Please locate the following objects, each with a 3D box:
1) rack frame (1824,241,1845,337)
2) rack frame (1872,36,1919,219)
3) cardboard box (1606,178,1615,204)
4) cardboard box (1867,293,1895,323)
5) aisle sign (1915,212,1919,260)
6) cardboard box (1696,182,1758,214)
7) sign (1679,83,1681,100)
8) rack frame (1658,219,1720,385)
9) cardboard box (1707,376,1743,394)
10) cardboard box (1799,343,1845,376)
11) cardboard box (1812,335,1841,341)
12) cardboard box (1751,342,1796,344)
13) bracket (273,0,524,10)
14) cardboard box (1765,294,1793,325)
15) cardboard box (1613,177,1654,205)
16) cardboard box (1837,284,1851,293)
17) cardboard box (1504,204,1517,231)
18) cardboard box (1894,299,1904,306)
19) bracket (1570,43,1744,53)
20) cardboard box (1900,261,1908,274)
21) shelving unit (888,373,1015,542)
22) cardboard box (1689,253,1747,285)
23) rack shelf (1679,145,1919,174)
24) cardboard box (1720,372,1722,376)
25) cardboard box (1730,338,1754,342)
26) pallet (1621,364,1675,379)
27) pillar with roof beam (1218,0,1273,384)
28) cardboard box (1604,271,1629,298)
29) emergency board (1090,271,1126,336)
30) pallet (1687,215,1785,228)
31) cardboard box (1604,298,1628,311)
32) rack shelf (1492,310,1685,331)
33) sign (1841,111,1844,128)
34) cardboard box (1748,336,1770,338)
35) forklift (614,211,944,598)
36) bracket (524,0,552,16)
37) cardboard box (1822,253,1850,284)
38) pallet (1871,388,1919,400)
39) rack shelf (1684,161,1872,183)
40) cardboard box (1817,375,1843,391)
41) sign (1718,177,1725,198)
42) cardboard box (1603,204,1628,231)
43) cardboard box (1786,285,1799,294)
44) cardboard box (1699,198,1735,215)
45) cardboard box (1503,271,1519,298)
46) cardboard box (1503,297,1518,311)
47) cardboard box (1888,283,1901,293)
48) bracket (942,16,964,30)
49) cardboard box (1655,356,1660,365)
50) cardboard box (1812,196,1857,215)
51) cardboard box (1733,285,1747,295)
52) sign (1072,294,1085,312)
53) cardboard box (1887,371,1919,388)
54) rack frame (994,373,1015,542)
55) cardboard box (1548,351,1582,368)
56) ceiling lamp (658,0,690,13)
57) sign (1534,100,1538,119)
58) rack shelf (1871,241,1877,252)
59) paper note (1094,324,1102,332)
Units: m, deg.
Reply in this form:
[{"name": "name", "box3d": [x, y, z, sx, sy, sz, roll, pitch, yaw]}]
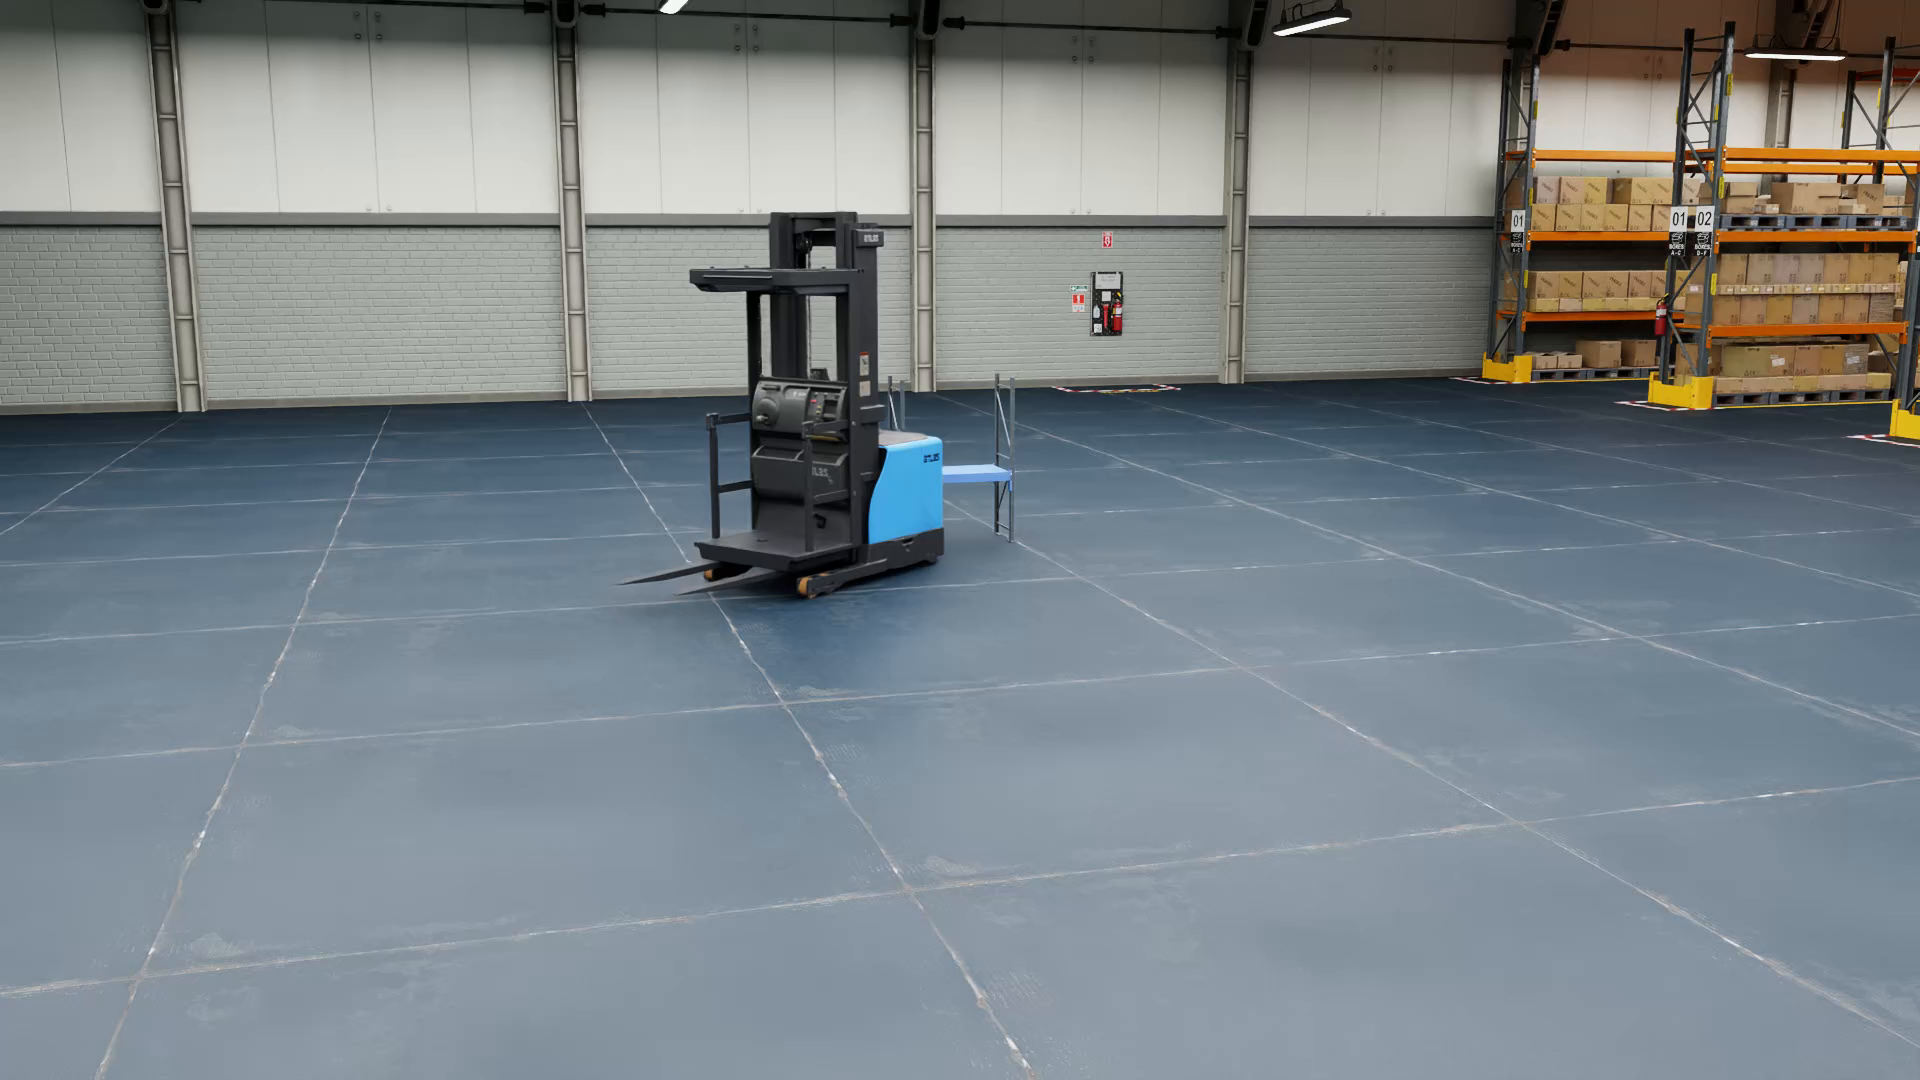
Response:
[{"name": "rack frame", "box3d": [18.119, -4.961, 33.913, 0.127, 3.000, 1.000, -3, 11, -16]}, {"name": "rack frame", "box3d": [15.666, -6.848, 27.593, 0.127, 3.000, 1.000, -3, 11, -16]}, {"name": "cardboard box", "box3d": [12.264, -6.724, 32.112, 0.500, 0.500, 0.500, -3, 11, -16]}, {"name": "cardboard box", "box3d": [15.242, -3.923, 27.999, 0.500, 0.500, 0.700, -3, 11, -17]}, {"name": "aisle sign", "box3d": [13.055, -4.160, 22.384, 0.004, 0.787, 0.394, -3, 11, -16]}, {"name": "cardboard box", "box3d": [12.379, -5.525, 26.859, 0.637, 0.503, 0.797, -2, 11, -12]}, {"name": "sign", "box3d": [11.688, -7.239, 26.918, 0.005, 0.325, 0.100, -3, 11, -16]}, {"name": "rack frame", "box3d": [11.826, -3.695, 27.037, 0.127, 3.000, 1.000, -3, 11, -16]}, {"name": "cardboard box", "box3d": [12.403, -2.538, 27.185, 0.500, 0.250, 0.500, -3, 11, -16]}, {"name": "cardboard box", "box3d": [14.320, -3.010, 27.678, 0.500, 0.500, 0.500, -3, 11, -16]}, {"name": "cardboard box", "box3d": [17.442, -3.902, 33.852, 0.500, 0.500, 0.700, -3, 11, -15]}, {"name": "cardboard box", "box3d": [13.694, -3.075, 28.033, 0.500, 0.500, 0.500, -3, 11, -16]}, {"name": "bracket", "box3d": [-9.204, -8.338, 25.744, 4.783, 0.066, 0.076, -3, 11, -16]}, {"name": "cardboard box", "box3d": [13.259, -3.817, 27.424, 0.500, 0.500, 0.700, -3, 11, -16]}, {"name": "cardboard box", "box3d": [12.851, -6.654, 31.732, 0.500, 0.500, 0.500, -3, 11, -18]}, {"name": "cardboard box", "box3d": [14.488, -4.164, 27.514, 0.250, 0.149, 0.380, -3, 11, -16]}, {"name": "cardboard box", "box3d": [10.768, -6.155, 31.785, 0.500, 0.500, 0.500, -2, 11, -12]}, {"name": "cardboard box", "box3d": [19.023, -4.834, 33.860, 0.250, 0.149, 0.380, -3, 11, -14]}, {"name": "bracket", "box3d": [13.840, -9.552, 32.341, 4.783, 0.066, 0.076, -3, 11, -16]}, {"name": "cardboard box", "box3d": [19.143, -5.541, 33.837, 0.500, 0.250, 0.500, -3, 11, -17]}, {"name": "shelving unit", "box3d": [-0.082, -0.733, 15.091, 1.048, 1.500, 0.538, -3, 11, -16]}, {"name": "cardboard box", "box3d": [12.329, -4.406, 27.041, 0.500, 0.500, 0.700, -3, 11, -16]}, {"name": "rack shelf", "box3d": [13.746, -6.196, 27.145, 4.000, 0.370, 1.077, -3, 11, -16]}, {"name": "cardboard box", "box3d": [12.735, -2.655, 27.823, 0.500, 0.250, 0.500, -3, 11, -16]}, {"name": "cardboard box", "box3d": [15.462, -3.821, 33.407, 0.500, 0.500, 0.700, -3, 11, -17]}, {"name": "pallet", "box3d": [13.643, -3.347, 32.848, 1.213, 0.211, 1.003, -3, 11, -16]}, {"name": "pillar with roof beam", "box3d": [6.310, -6.640, 26.465, 0.548, 9.000, 9.100, -3, 11, -16]}, {"name": "cardboard box", "box3d": [12.448, -4.909, 31.921, 0.500, 0.500, 0.500, -3, 11, -14]}, {"name": "emergency board", "box3d": [2.724, -4.320, 30.430, 0.643, 1.169, 0.194, -3, 11, -16]}, {"name": "pallet", "box3d": [12.512, -5.158, 26.943, 1.213, 0.211, 1.003, -3, 11, -16]}, {"name": "cardboard box", "box3d": [12.466, -4.540, 31.987, 0.500, 0.250, 0.500, -3, 11, -15]}, {"name": "rack shelf", "box3d": [12.358, -4.303, 32.328, 4.000, 0.370, 1.077, -3, 11, -16]}, {"name": "sign", "box3d": [17.960, -8.545, 33.794, 0.005, 0.325, 0.100, -3, 11, -16]}, {"name": "cardboard box", "box3d": [15.901, -4.204, 33.421, 0.500, 0.250, 0.500, -3, 11, -18]}, {"name": "forklift", "box3d": [-1.404, -1.090, 13.073, 1.130, 2.935, 3.031, 7, 13, 35]}, {"name": "bracket", "box3d": [-6.714, -8.469, 26.456, 0.430, 0.232, 0.235, -3, 11, -16]}, {"name": "cardboard box", "box3d": [14.276, -4.510, 27.605, 0.500, 0.500, 0.700, -3, 11, -16]}, {"name": "pallet", "box3d": [16.363, -2.570, 28.628, 1.213, 0.211, 1.003, -3, 11, -16]}, {"name": "rack shelf", "box3d": [16.199, -7.260, 32.921, 4.000, 0.370, 1.077, -3, 11, -16]}, {"name": "cardboard box", "box3d": [14.324, -2.639, 27.734, 0.500, 0.250, 0.500, -3, 11, -16]}, {"name": "sign", "box3d": [11.975, -5.542, 26.153, 0.005, 0.325, 0.100, -3, 11, -16]}, {"name": "cardboard box", "box3d": [12.360, -6.143, 31.715, 0.500, 0.500, 0.500, -2, 11, -12]}, {"name": "cardboard box", "box3d": [13.499, -4.111, 27.230, 0.250, 0.149, 0.380, -3, 11, -17]}, {"name": "cardboard box", "box3d": [14.826, -6.503, 32.569, 0.500, 0.500, 0.500, -1, 11, -8]}, {"name": "cardboard box", "box3d": [10.831, -4.922, 31.988, 0.500, 0.500, 0.500, -3, 11, -17]}, {"name": "cardboard box", "box3d": [10.832, -4.550, 32.037, 0.500, 0.250, 0.500, -3, 11, -15]}, {"name": "cardboard box", "box3d": [15.465, -4.215, 27.792, 0.250, 0.149, 0.380, -3, 11, -16]}, {"name": "bracket", "box3d": [-0.156, -8.815, 28.334, 0.430, 0.232, 0.235, -3, 11, -16]}, {"name": "cardboard box", "box3d": [13.773, -3.549, 32.854, 0.250, 0.166, 0.380, -5, 11, -23]}, {"name": "cardboard box", "box3d": [14.591, -5.597, 27.784, 0.500, 0.311, 0.500, -4, 11, -19]}, {"name": "cardboard box", "box3d": [12.516, -4.060, 26.949, 0.250, 0.149, 0.380, -3, 11, -17]}, {"name": "sign", "box3d": [2.164, -4.327, 30.372, 0.234, 0.329, 0.001, -3, 11, -16]}, {"name": "cardboard box", "box3d": [16.123, -2.729, 28.224, 0.500, 0.250, 0.500, -3, 11, -17]}, {"name": "rack frame", "box3d": [0.406, -0.759, 15.230, 0.032, 1.500, 0.500, -3, 11, -16]}, {"name": "cardboard box", "box3d": [11.675, -3.498, 32.179, 0.500, 0.311, 0.500, -2, 11, -11]}, {"name": "ceiling lamp", "box3d": [-4.093, -8.839, 22.287, 0.800, 3.185, 2.000, -3, 11, -16]}, {"name": "sign", "box3d": [10.589, -7.910, 30.566, 0.005, 0.325, 0.100, -3, 11, -16]}, {"name": "rack shelf", "box3d": [17.587, -5.120, 28.480, 4.000, 0.370, 1.077, -3, 11, -16]}, {"name": "paper note", "box3d": [2.535, -3.890, 30.526, 0.142, 0.148, 0.016, -3, 11, -16]}]
